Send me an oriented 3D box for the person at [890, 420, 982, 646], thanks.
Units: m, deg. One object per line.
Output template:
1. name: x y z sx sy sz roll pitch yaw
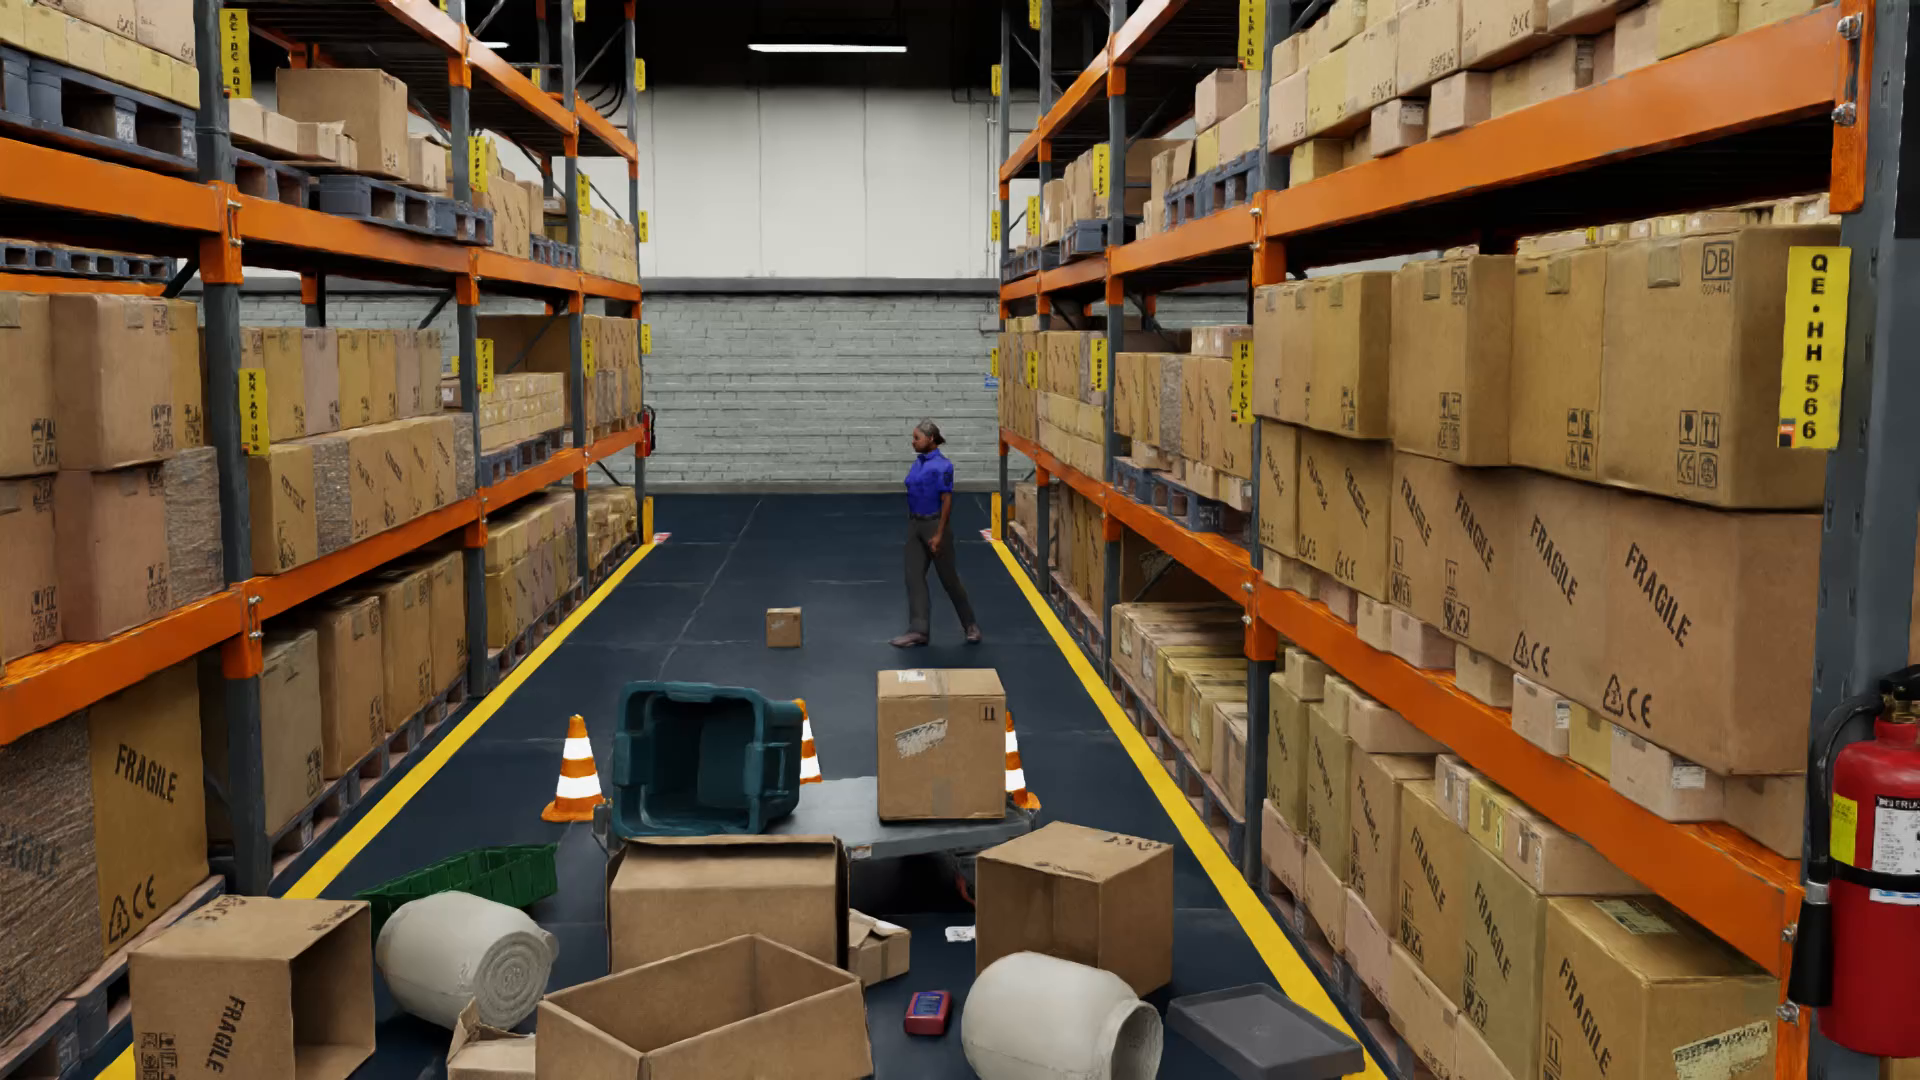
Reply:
1. person: -0.187 -0.055 12.244 0.658 1.651 0.578 -6 9 -38
